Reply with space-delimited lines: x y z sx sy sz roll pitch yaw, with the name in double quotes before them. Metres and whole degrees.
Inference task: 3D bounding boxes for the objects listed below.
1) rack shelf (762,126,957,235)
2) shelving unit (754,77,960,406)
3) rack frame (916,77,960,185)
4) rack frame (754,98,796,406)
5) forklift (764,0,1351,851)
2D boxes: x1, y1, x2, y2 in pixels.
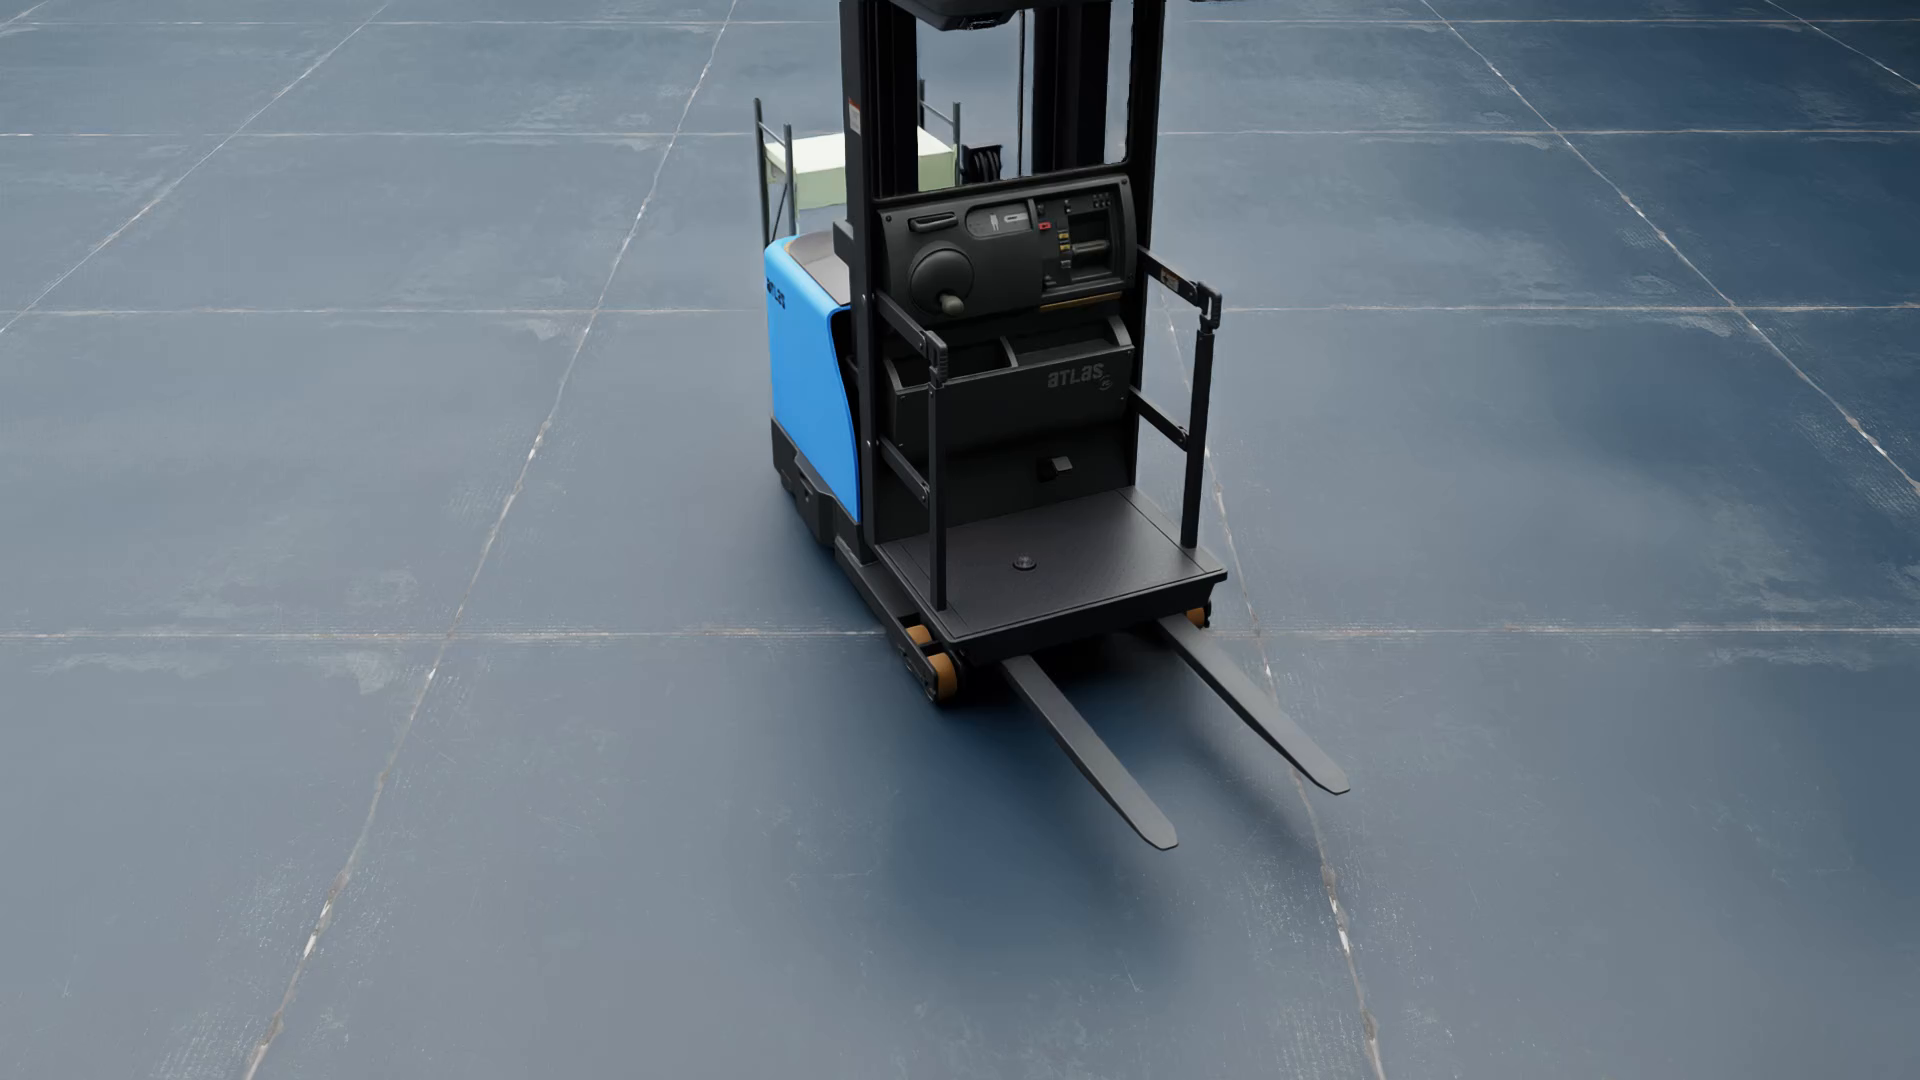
"rack shelf" -0.427 -1.505 7.032 0.720 0.370 0.431 -14 34 -21
"shelving unit" -0.427 -1.171 7.235 0.755 1.500 0.431 -14 34 -21
"rack frame" -0.095 -1.251 7.367 0.023 1.500 0.400 -14 34 -21
"rack frame" -0.759 -1.091 7.103 0.023 1.500 0.400 -14 34 -21
"forklift" 0.267 -0.947 5.486 1.130 2.935 3.031 -13 34 -21
